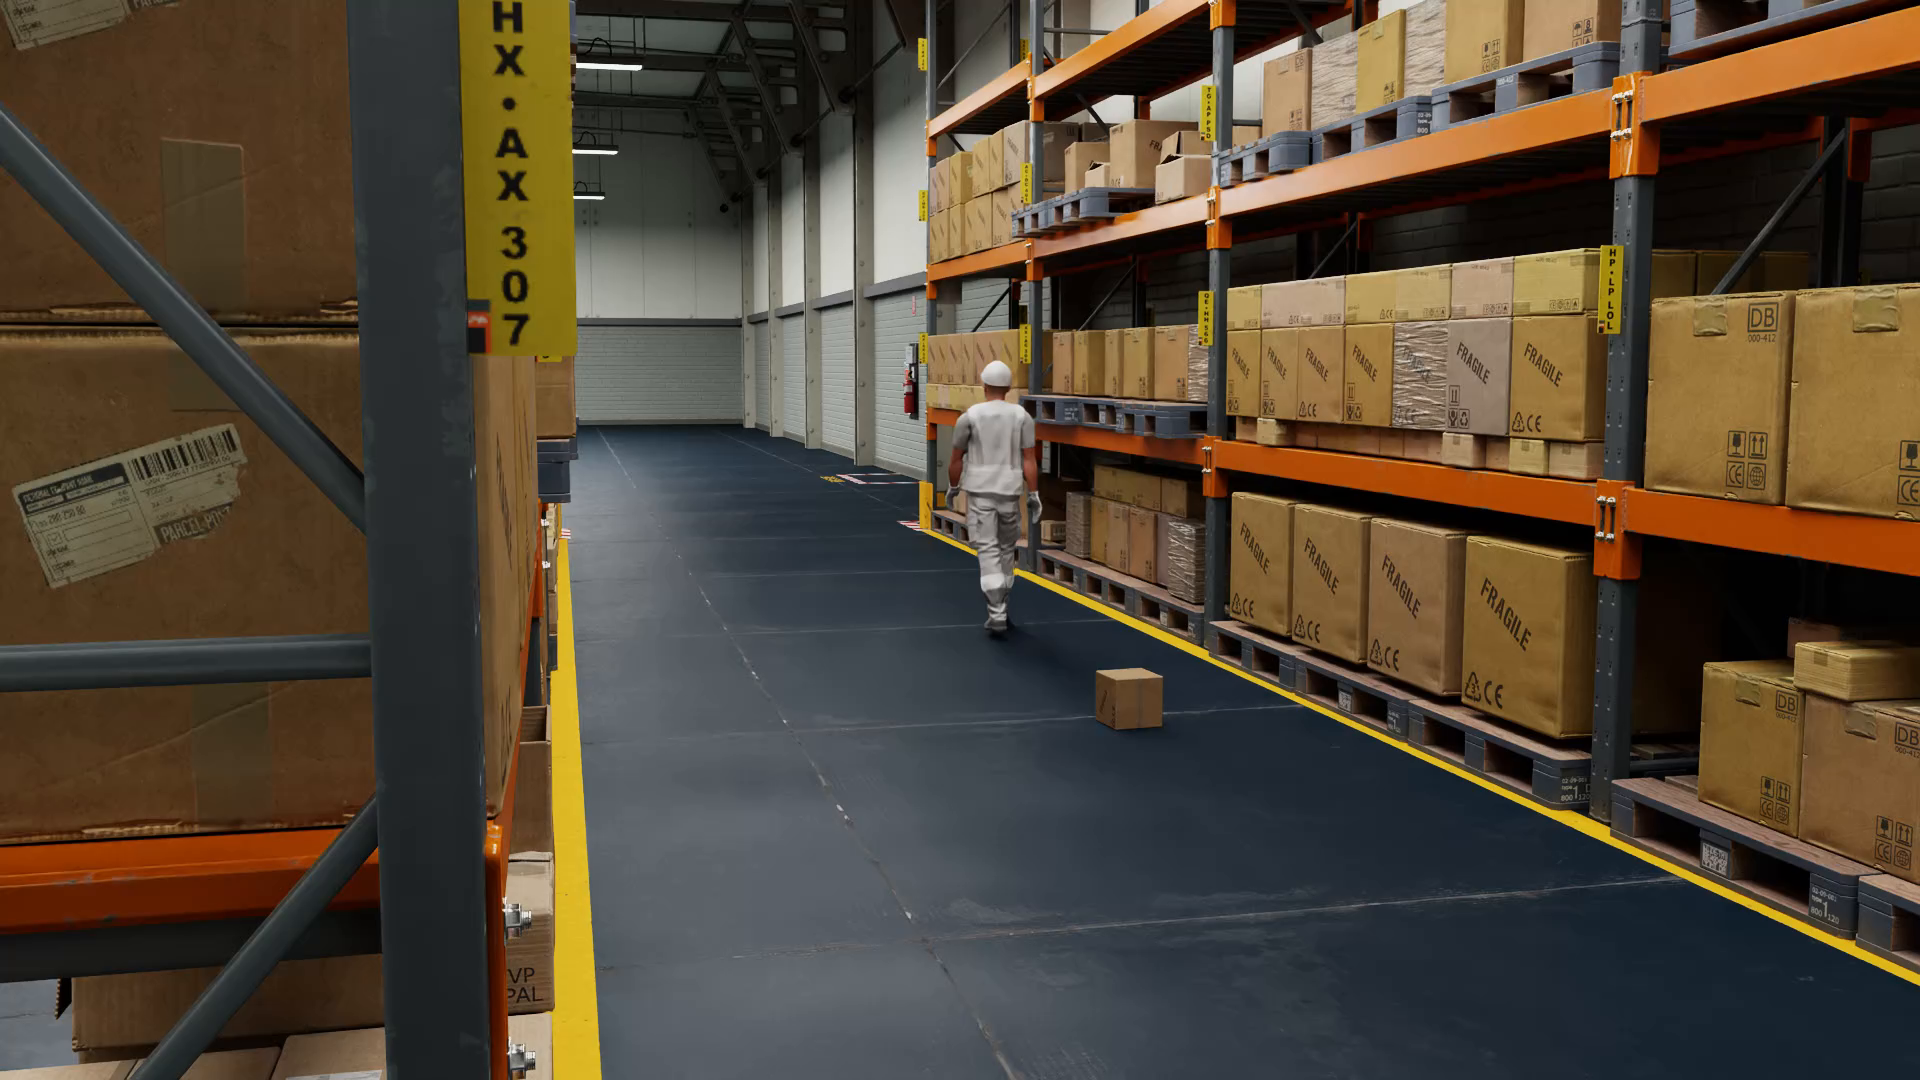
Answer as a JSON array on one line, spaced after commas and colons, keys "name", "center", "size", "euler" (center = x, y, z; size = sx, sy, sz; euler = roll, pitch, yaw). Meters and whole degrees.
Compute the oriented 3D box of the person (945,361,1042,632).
[{"name": "person", "center": [0.205, -0.303, 11.027], "size": [0.589, 1.765, 0.900], "euler": [-1, 6, -11]}]
